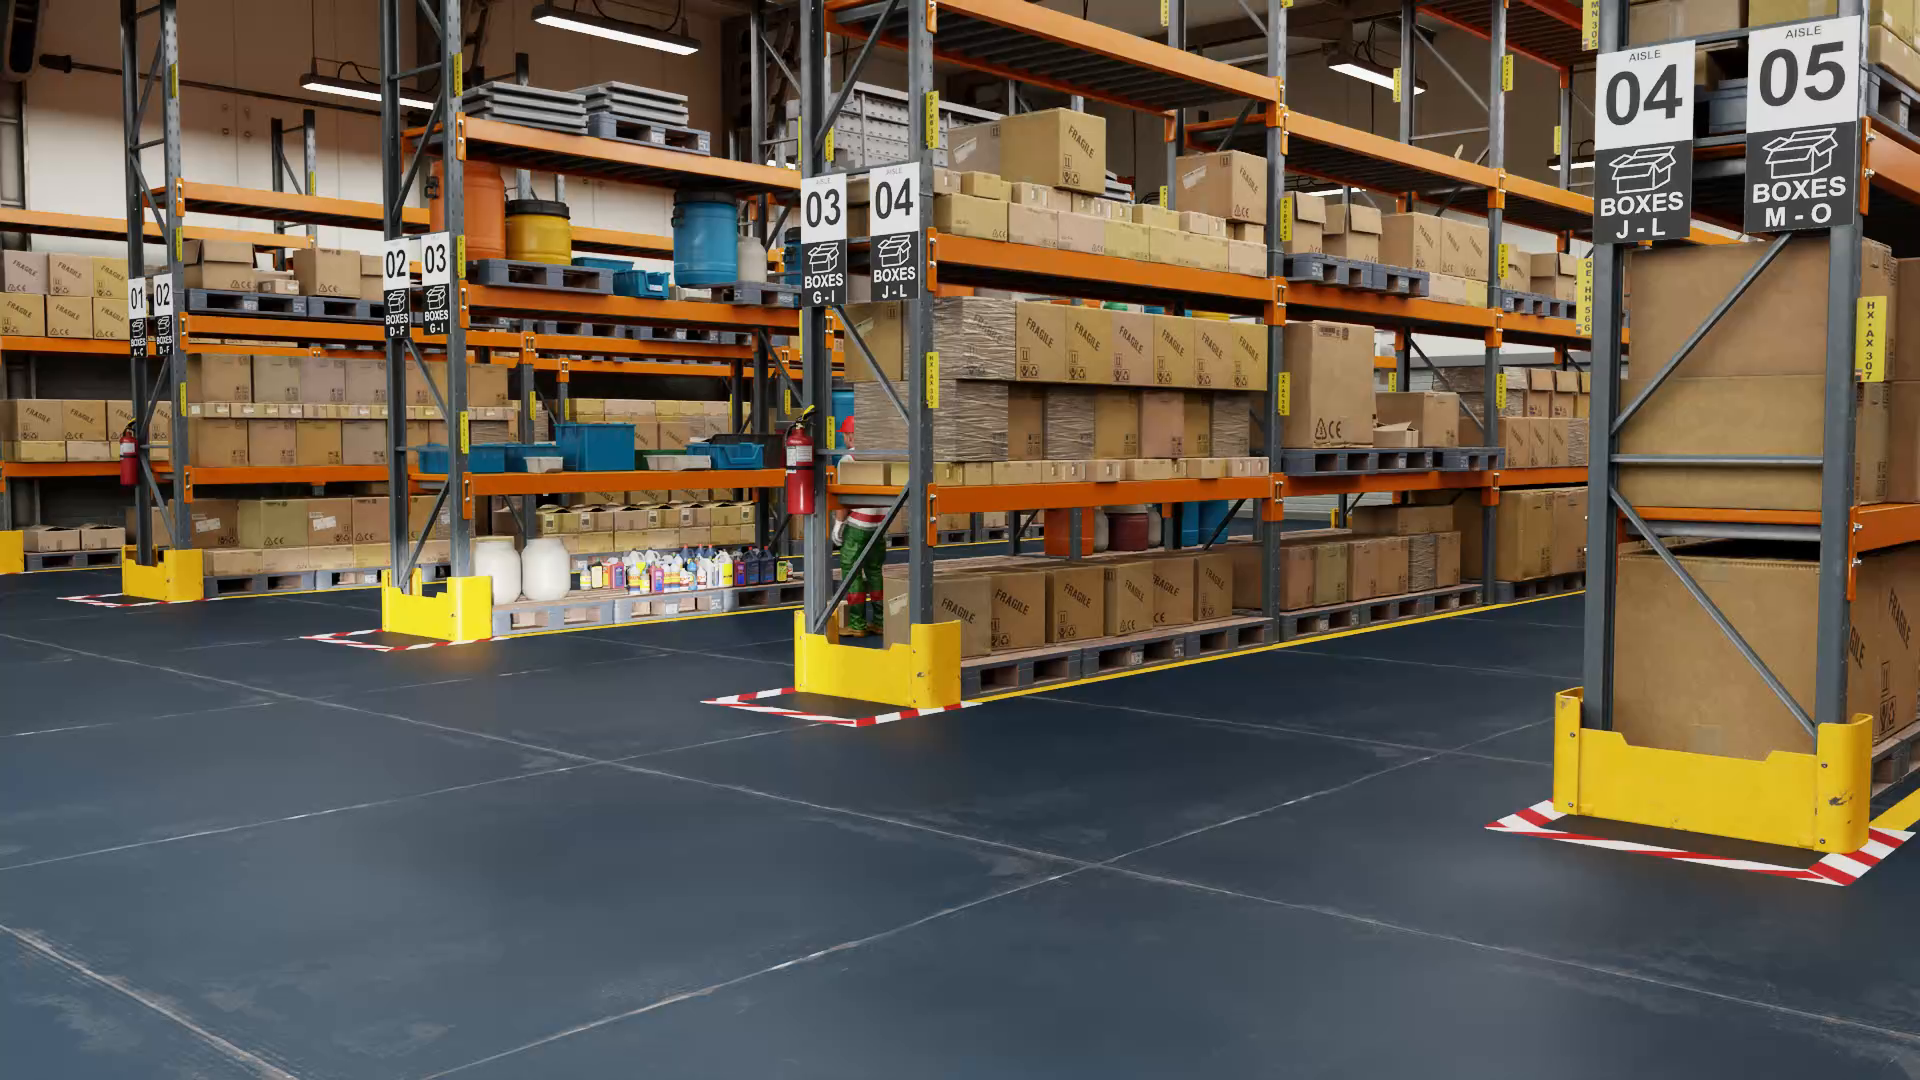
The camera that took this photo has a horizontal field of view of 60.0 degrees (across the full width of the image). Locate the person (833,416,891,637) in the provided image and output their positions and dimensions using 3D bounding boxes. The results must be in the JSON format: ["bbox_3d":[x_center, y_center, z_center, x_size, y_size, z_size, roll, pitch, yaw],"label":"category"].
[{"bbox_3d":[-0.792,-0.116,13.448,0.453,1.778,0.604,3,5,41],"label":"person"}]
